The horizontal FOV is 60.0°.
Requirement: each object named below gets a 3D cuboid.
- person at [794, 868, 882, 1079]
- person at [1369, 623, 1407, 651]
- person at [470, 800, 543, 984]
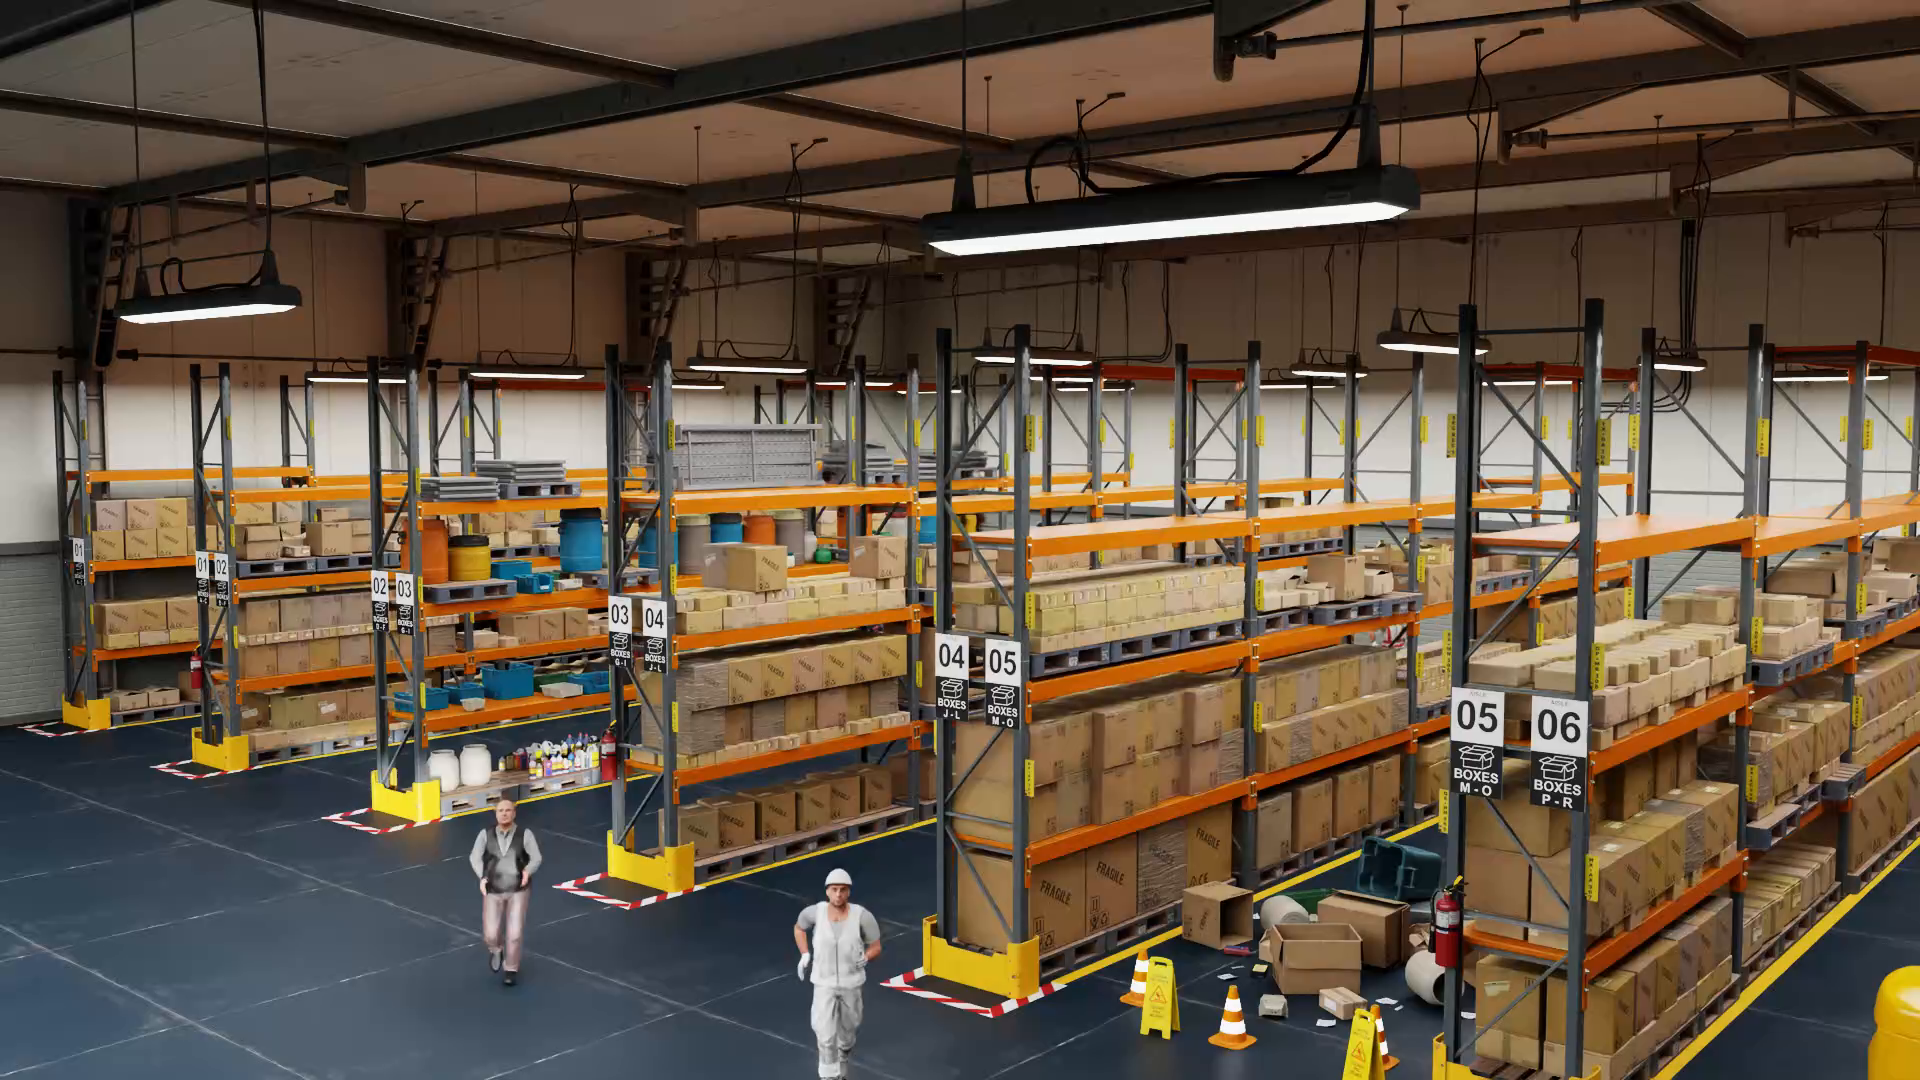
[{"bbox_3d":[-0.912,3.352,12.479,0.651,1.807,0.979,0,4,-6],"label":"person"},{"bbox_3d":[7.984,2.052,30.754,0.718,1.813,0.867,-2,4,-22],"label":"person"},{"bbox_3d":[-4.159,3.225,15.237,0.655,1.674,0.598,-1,4,-12],"label":"person"}]
